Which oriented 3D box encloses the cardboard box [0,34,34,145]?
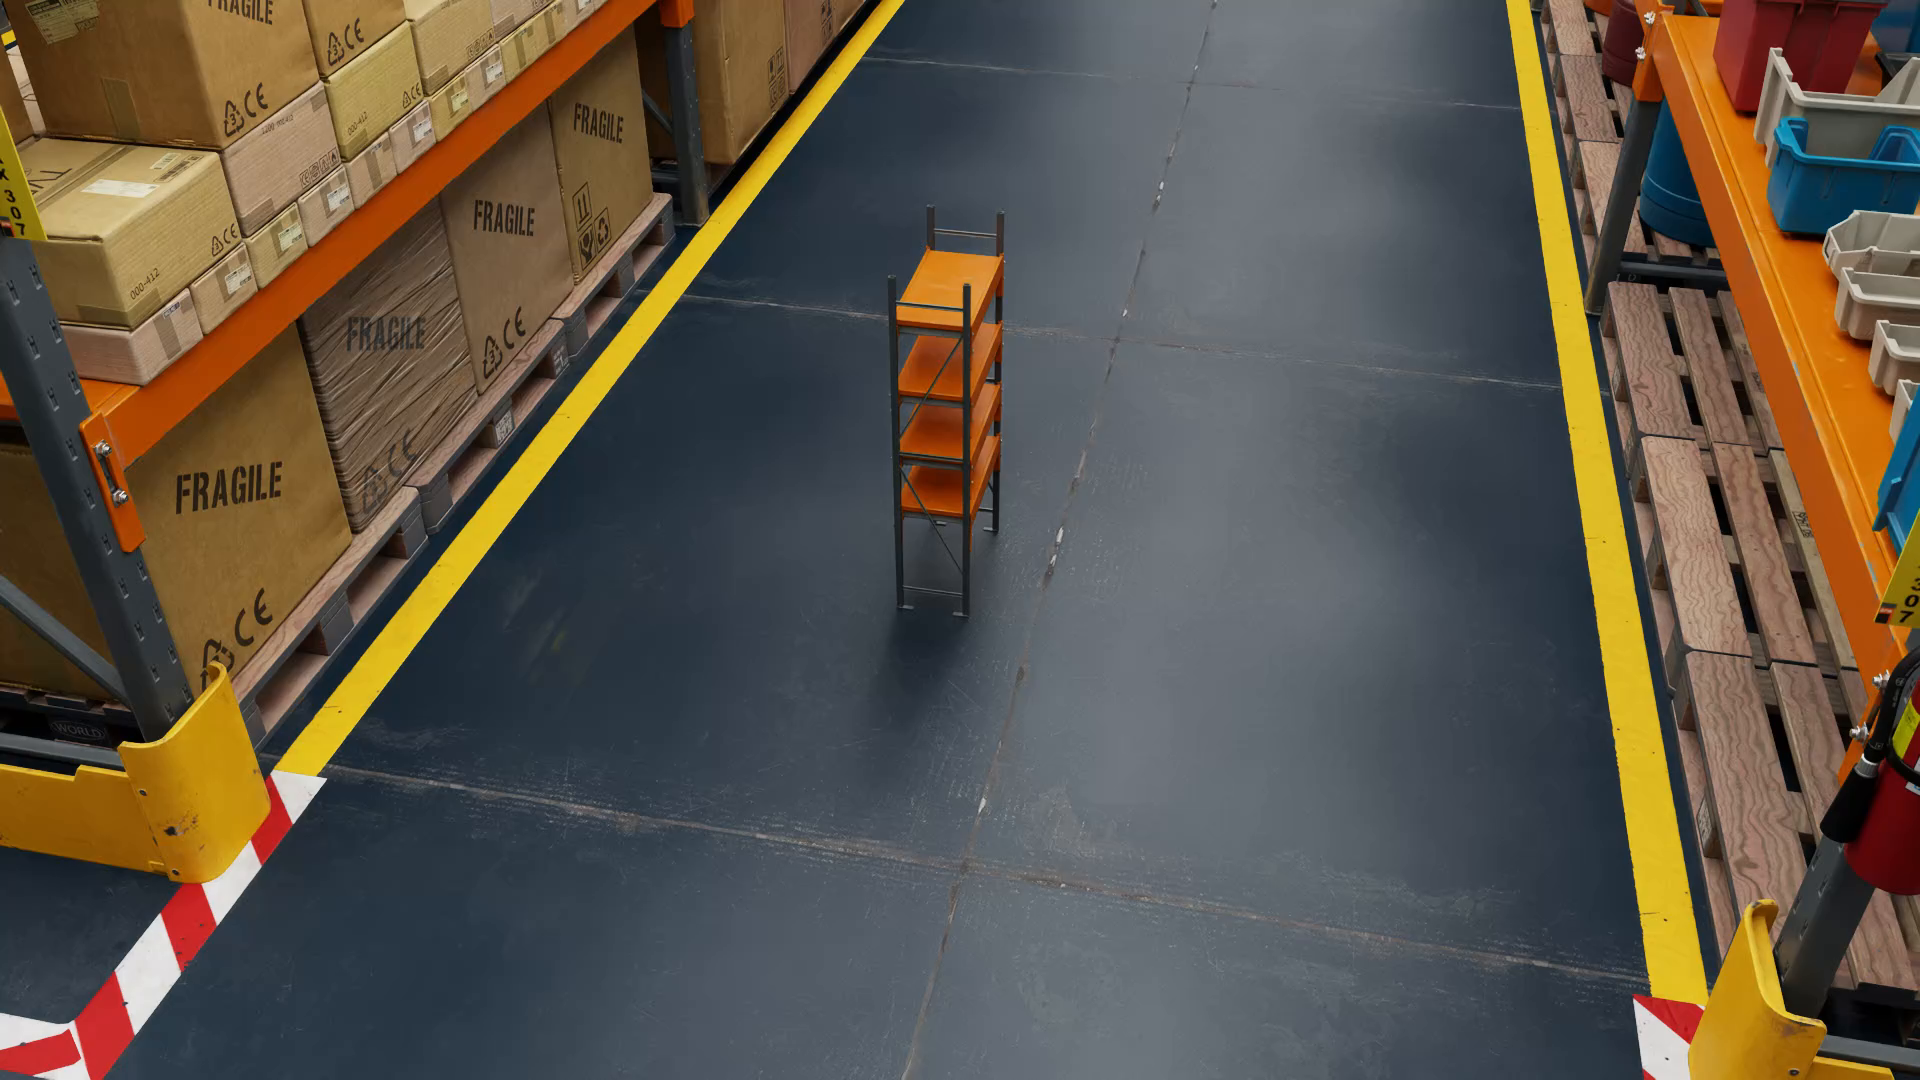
[{"bbox_3d":[-2.688,-1.142,4.005,0.500,0.500,0.500,8,37,11],"label":"cardboard box"}]

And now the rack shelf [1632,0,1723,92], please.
[{"bbox_3d":[3.585,-2.994,7.938,1.077,0.370,4.000,7,37,10],"label":"rack shelf"}]

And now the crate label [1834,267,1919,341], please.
[{"bbox_3d":[2.412,-0.580,4.168,0.396,0.136,0.243,7,37,10],"label":"crate label"}]

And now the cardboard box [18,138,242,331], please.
[{"bbox_3d":[-2.169,-0.767,4.127,0.500,0.250,0.500,6,36,9],"label":"cardboard box"}]

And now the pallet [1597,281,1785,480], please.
[{"bbox_3d":[3.038,-0.583,6.375,1.003,0.211,1.213,7,37,10],"label":"pallet"}]

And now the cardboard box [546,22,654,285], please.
[{"bbox_3d":[-1.900,-1.701,6.993,0.875,0.875,0.875,7,37,10],"label":"cardboard box"}]

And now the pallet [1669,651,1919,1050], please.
[{"bbox_3d":[2.517,0.816,4.445,1.003,0.211,1.213,7,37,10],"label":"pallet"}]

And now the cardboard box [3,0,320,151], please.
[{"bbox_3d":[-2.063,-1.358,4.302,0.500,0.500,0.500,6,36,9],"label":"cardboard box"}]

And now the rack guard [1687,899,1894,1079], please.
[{"bbox_3d":[2.311,1.182,3.693,1.175,0.500,0.348,7,37,10],"label":"rack guard"}]

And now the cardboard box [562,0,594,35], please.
[{"bbox_3d":[-1.591,-2.000,6.167,0.380,0.149,0.250,8,37,11],"label":"cardboard box"}]

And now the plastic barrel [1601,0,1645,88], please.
[{"bbox_3d":[3.683,-2.695,8.610,0.600,0.588,0.708,7,37,10],"label":"plastic barrel"}]

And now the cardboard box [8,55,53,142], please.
[{"bbox_3d":[-2.582,-1.128,4.624,0.500,0.250,0.500,7,36,9],"label":"cardboard box"}]

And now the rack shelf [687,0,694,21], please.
[{"bbox_3d":[-1.254,-3.615,8.794,1.077,0.370,4.000,7,37,10],"label":"rack shelf"}]

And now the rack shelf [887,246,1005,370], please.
[{"bbox_3d":[-0.035,-0.709,5.036,0.258,0.148,0.480,7,37,10],"label":"rack shelf"}]

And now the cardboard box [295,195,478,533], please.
[{"bbox_3d":[-2.283,-0.675,5.577,0.875,0.875,0.875,7,37,10],"label":"cardboard box"}]

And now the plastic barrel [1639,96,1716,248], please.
[{"bbox_3d":[3.290,-1.769,7.065,0.600,0.901,0.708,7,37,10],"label":"plastic barrel"}]

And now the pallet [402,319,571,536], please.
[{"bbox_3d":[-2.179,-0.503,6.264,1.003,0.211,1.213,7,37,10],"label":"pallet"}]

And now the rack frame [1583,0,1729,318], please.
[{"bbox_3d":[3.157,-2.139,6.145,1.000,3.000,0.127,7,37,10],"label":"rack frame"}]

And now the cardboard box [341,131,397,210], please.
[{"bbox_3d":[-1.920,-1.116,4.948,0.380,0.149,0.250,7,36,9],"label":"cardboard box"}]

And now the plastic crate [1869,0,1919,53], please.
[{"bbox_3d":[3.391,-1.846,5.703,0.392,0.384,0.575,7,37,10],"label":"plastic crate"}]

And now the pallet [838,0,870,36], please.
[{"bbox_3d":[-1.069,-3.481,10.373,1.003,0.211,1.213,7,37,10],"label":"pallet"}]

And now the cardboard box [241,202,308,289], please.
[{"bbox_3d":[-2.030,-0.821,4.540,0.380,0.149,0.250,6,36,9],"label":"cardboard box"}]

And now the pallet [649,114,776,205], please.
[{"bbox_3d":[-1.590,-2.082,8.443,1.003,0.211,1.213,7,37,10],"label":"pallet"}]

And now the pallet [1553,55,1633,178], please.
[{"bbox_3d":[3.621,-2.148,8.534,1.003,0.211,1.213,7,37,10],"label":"pallet"}]

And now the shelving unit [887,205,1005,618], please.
[{"bbox_3d":[-0.035,-0.391,5.267,0.258,1.200,0.503,7,37,10],"label":"shelving unit"}]

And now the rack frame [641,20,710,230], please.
[{"bbox_3d":[-1.681,-2.759,7.001,1.000,3.000,0.127,7,37,10],"label":"rack frame"}]

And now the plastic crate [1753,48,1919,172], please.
[{"bbox_3d":[2.651,-1.263,4.986,0.437,0.282,0.530,7,37,10],"label":"plastic crate"}]

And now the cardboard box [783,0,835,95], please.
[{"bbox_3d":[-1.374,-2.951,8.718,1.225,0.875,0.875,6,36,8],"label":"cardboard box"}]

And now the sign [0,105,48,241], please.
[{"bbox_3d":[-1.995,-0.776,3.459,0.100,0.325,0.005,7,37,10],"label":"sign"}]

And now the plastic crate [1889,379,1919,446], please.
[{"bbox_3d":[2.300,-0.253,3.717,0.396,0.136,0.243,7,37,10],"label":"plastic crate"}]

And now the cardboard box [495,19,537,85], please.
[{"bbox_3d":[-1.701,-1.705,5.761,0.380,0.149,0.250,7,36,9],"label":"cardboard box"}]

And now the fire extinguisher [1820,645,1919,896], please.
[{"bbox_3d":[1.827,0.366,3.072,0.296,0.674,0.183,7,37,10],"label":"fire extinguisher"}]

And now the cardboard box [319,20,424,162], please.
[{"bbox_3d":[-1.954,-1.354,4.936,0.500,0.250,0.500,6,36,8],"label":"cardboard box"}]

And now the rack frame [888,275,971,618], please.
[{"bbox_3d":[-0.087,-0.251,5.074,0.240,1.200,0.015,7,37,10],"label":"rack frame"}]

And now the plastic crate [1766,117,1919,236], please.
[{"bbox_3d":[2.491,-1.011,4.681,0.416,0.233,0.300,7,37,10],"label":"plastic crate"}]

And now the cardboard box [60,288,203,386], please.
[{"bbox_3d":[-2.137,-0.527,4.135,0.380,0.149,0.250,8,37,10],"label":"cardboard box"}]

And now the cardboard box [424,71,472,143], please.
[{"bbox_3d":[-1.810,-1.409,5.352,0.380,0.149,0.250,6,36,9],"label":"cardboard box"}]

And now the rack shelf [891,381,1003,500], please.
[{"bbox_3d":[-0.035,-0.336,5.306,0.258,0.148,0.480,7,37,10],"label":"rack shelf"}]

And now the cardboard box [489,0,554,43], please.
[{"bbox_3d":[-1.736,-1.943,5.750,0.500,0.250,0.500,8,37,11],"label":"cardboard box"}]
